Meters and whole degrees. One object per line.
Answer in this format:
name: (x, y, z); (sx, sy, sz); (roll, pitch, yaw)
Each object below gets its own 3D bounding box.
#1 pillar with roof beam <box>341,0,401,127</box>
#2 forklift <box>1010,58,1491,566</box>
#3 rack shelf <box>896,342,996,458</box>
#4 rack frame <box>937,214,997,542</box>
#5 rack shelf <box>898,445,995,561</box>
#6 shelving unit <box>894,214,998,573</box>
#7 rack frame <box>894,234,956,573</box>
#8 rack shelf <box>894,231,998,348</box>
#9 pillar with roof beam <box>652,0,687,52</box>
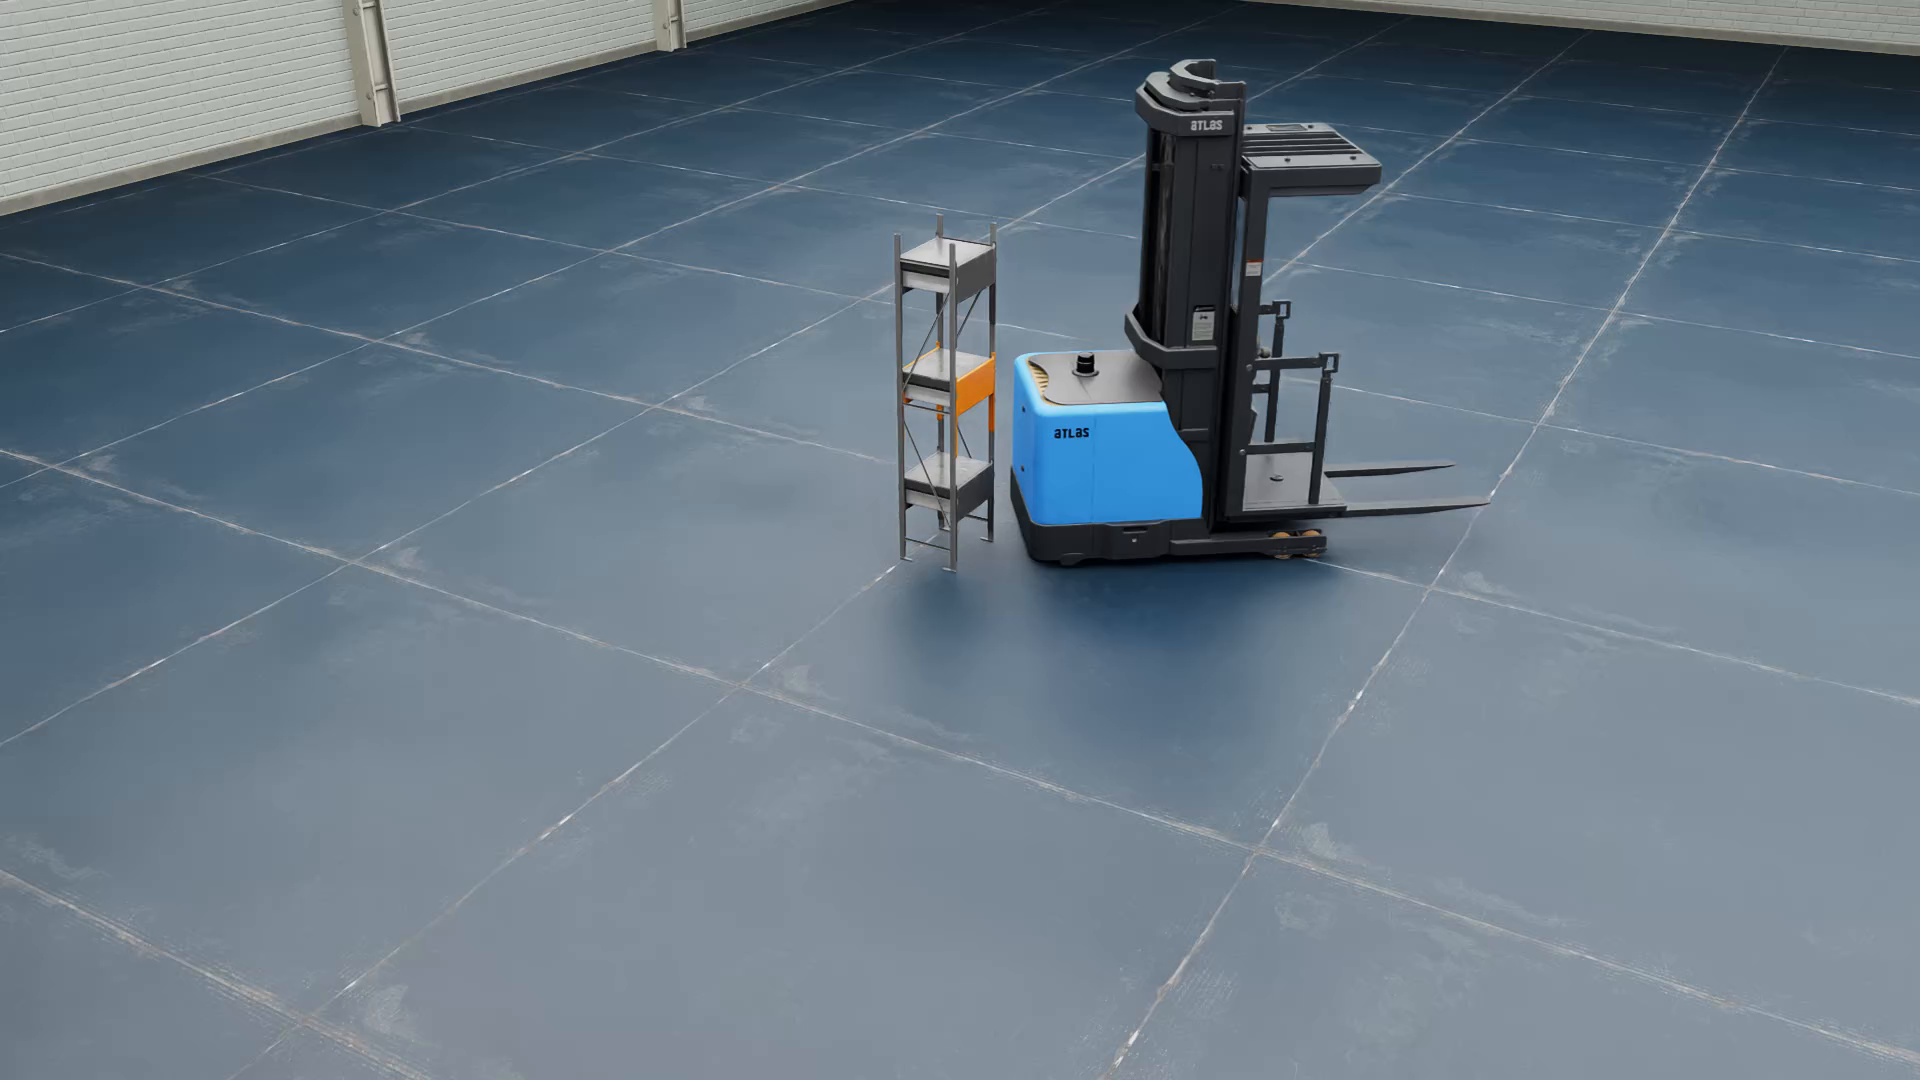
pillar with roof beam: (-3.760, -8.491, 17.660); (9.100, 9.000, 0.400); (14, 30, 26)
forklift: (1.889, -1.423, 10.317); (3.031, 2.935, 1.130); (-3, 27, -6)
rack shelf: (-0.081, -0.862, 10.157); (0.431, 0.518, 0.480); (14, 30, 26)
rack frame: (0.039, -0.970, 10.341); (0.400, 2.100, 0.015); (14, 30, 26)
rack shelf: (-0.081, -0.236, 10.471); (0.431, 0.518, 0.480); (14, 30, 26)
shelving unit: (-0.081, -0.874, 10.151); (0.431, 2.100, 0.503); (14, 30, 26)
rack frame: (-0.201, -0.779, 9.961); (0.400, 2.100, 0.015); (14, 30, 26)
rack shelf: (-0.081, -1.488, 9.844); (0.431, 0.518, 0.480); (14, 30, 26)
pillar with roof beam: (-0.809, -10.830, 22.331); (9.100, 9.000, 0.400); (14, 30, 26)
